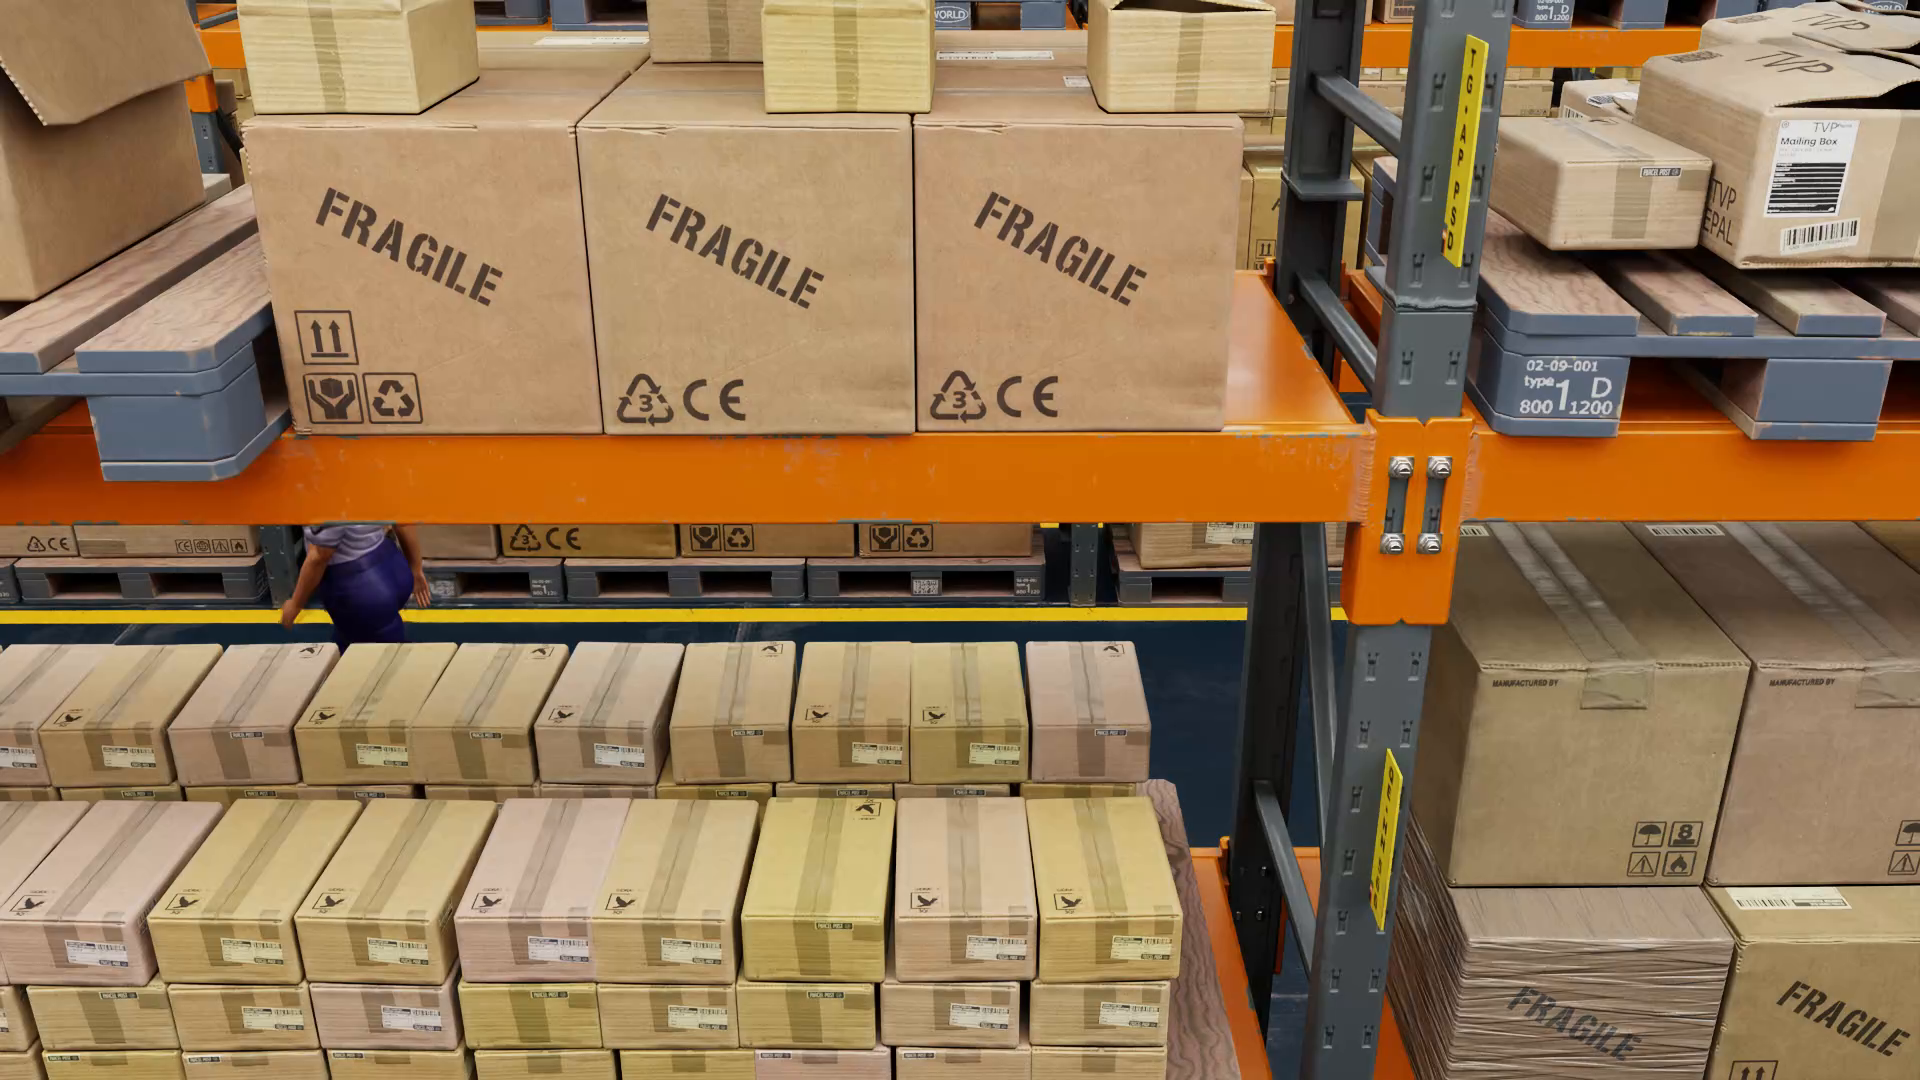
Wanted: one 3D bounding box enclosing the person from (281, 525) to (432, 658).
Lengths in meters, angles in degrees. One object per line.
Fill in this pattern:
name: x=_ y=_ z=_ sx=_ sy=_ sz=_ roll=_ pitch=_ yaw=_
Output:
person: x=-2.462 y=0.209 z=6.667 sx=0.906 sy=1.630 sz=0.492 roll=2 pitch=24 yaw=6
